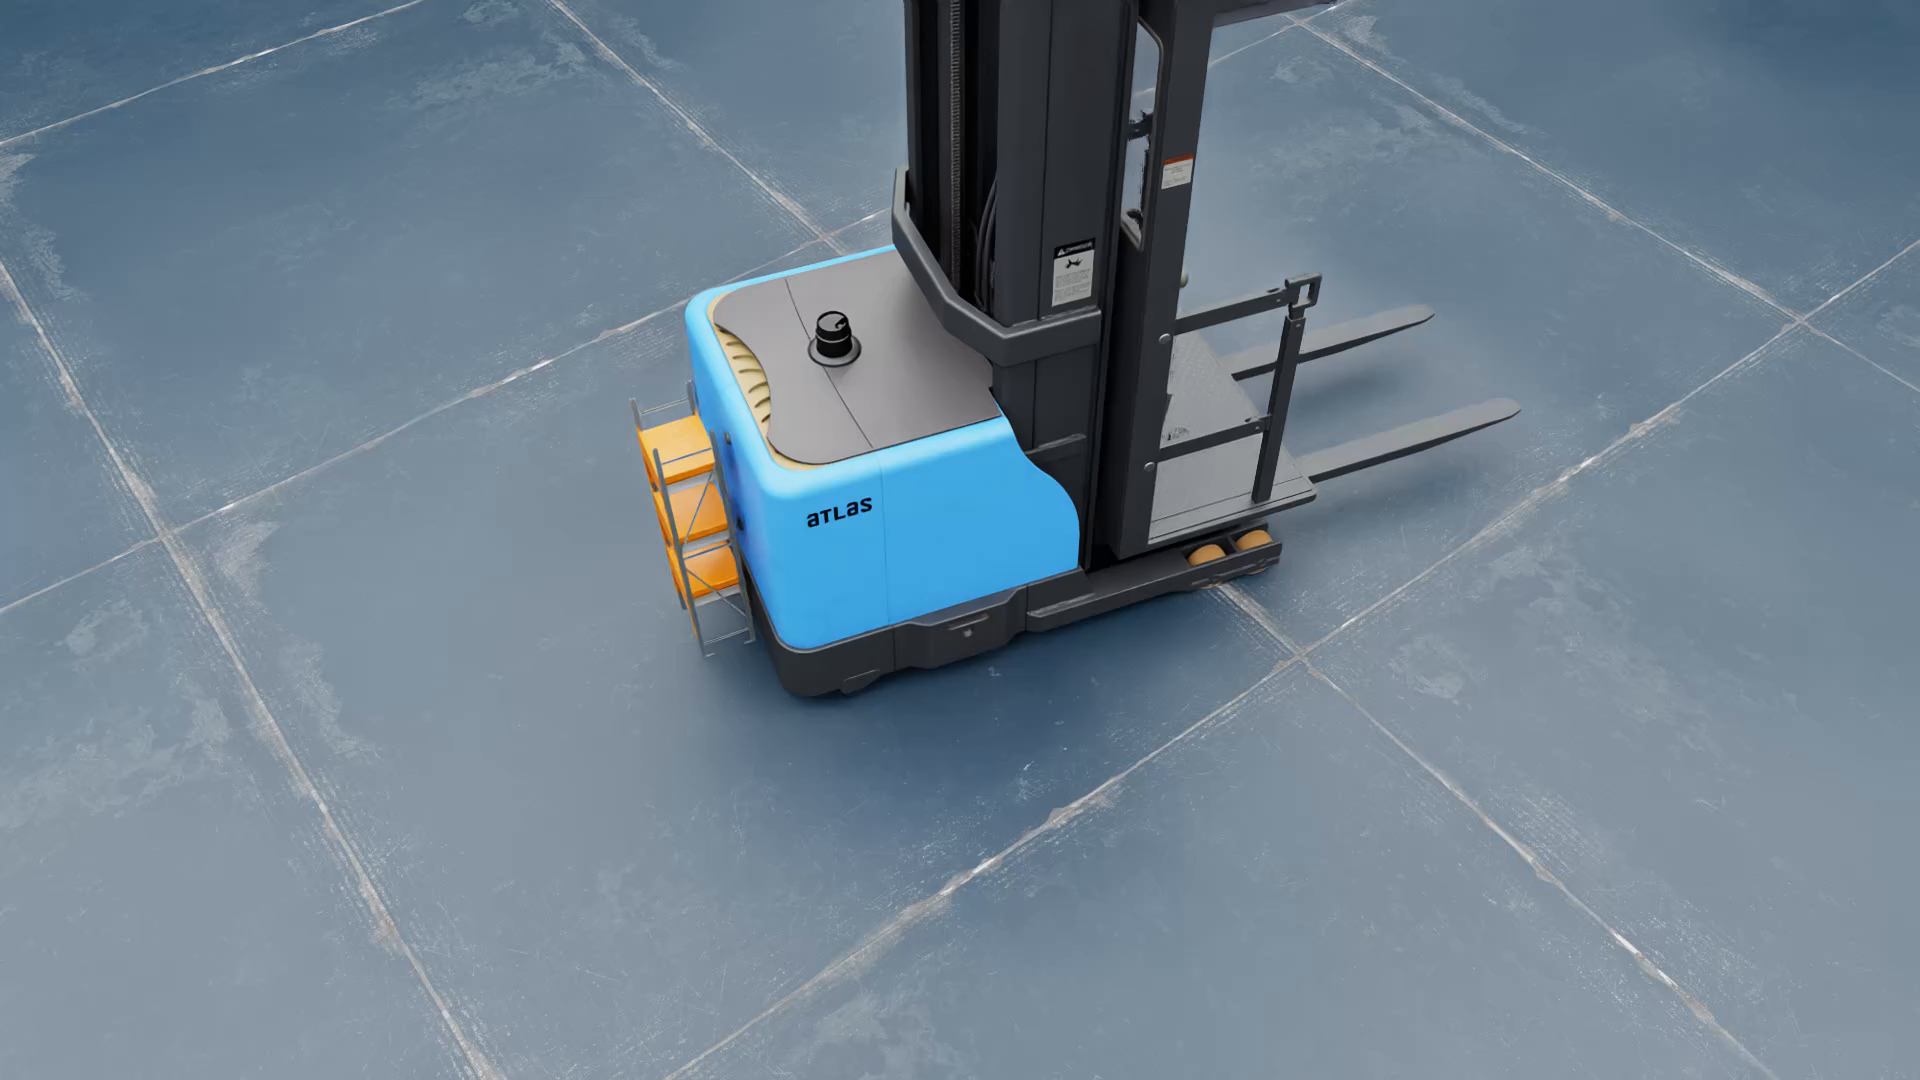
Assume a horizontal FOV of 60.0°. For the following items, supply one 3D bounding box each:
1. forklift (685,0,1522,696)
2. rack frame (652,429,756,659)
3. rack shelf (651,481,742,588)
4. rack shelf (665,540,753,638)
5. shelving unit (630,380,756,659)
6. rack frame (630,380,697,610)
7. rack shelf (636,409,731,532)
[{"bbox_3d":[0.637,-1.155,5.319,3.031,2.935,1.130,-16,50,-14],"label":"forklift"},{"bbox_3d":[-0.834,0.039,5.501,0.200,1.050,0.008,-19,51,-14],"label":"rack frame"},{"bbox_3d":[-0.883,-0.037,5.584,0.215,0.259,0.240,-19,51,-14],"label":"rack shelf"},{"bbox_3d":[-0.874,0.147,5.792,0.215,0.259,0.240,-19,51,-14],"label":"rack shelf"},{"bbox_3d":[-0.883,-0.044,5.576,0.215,1.050,0.252,-19,51,-14],"label":"shelving unit"},{"bbox_3d":[-0.932,-0.127,5.651,0.200,1.050,0.008,-19,51,-14],"label":"rack frame"},{"bbox_3d":[-0.891,-0.225,5.371,0.215,0.259,0.240,-19,51,-14],"label":"rack shelf"}]
